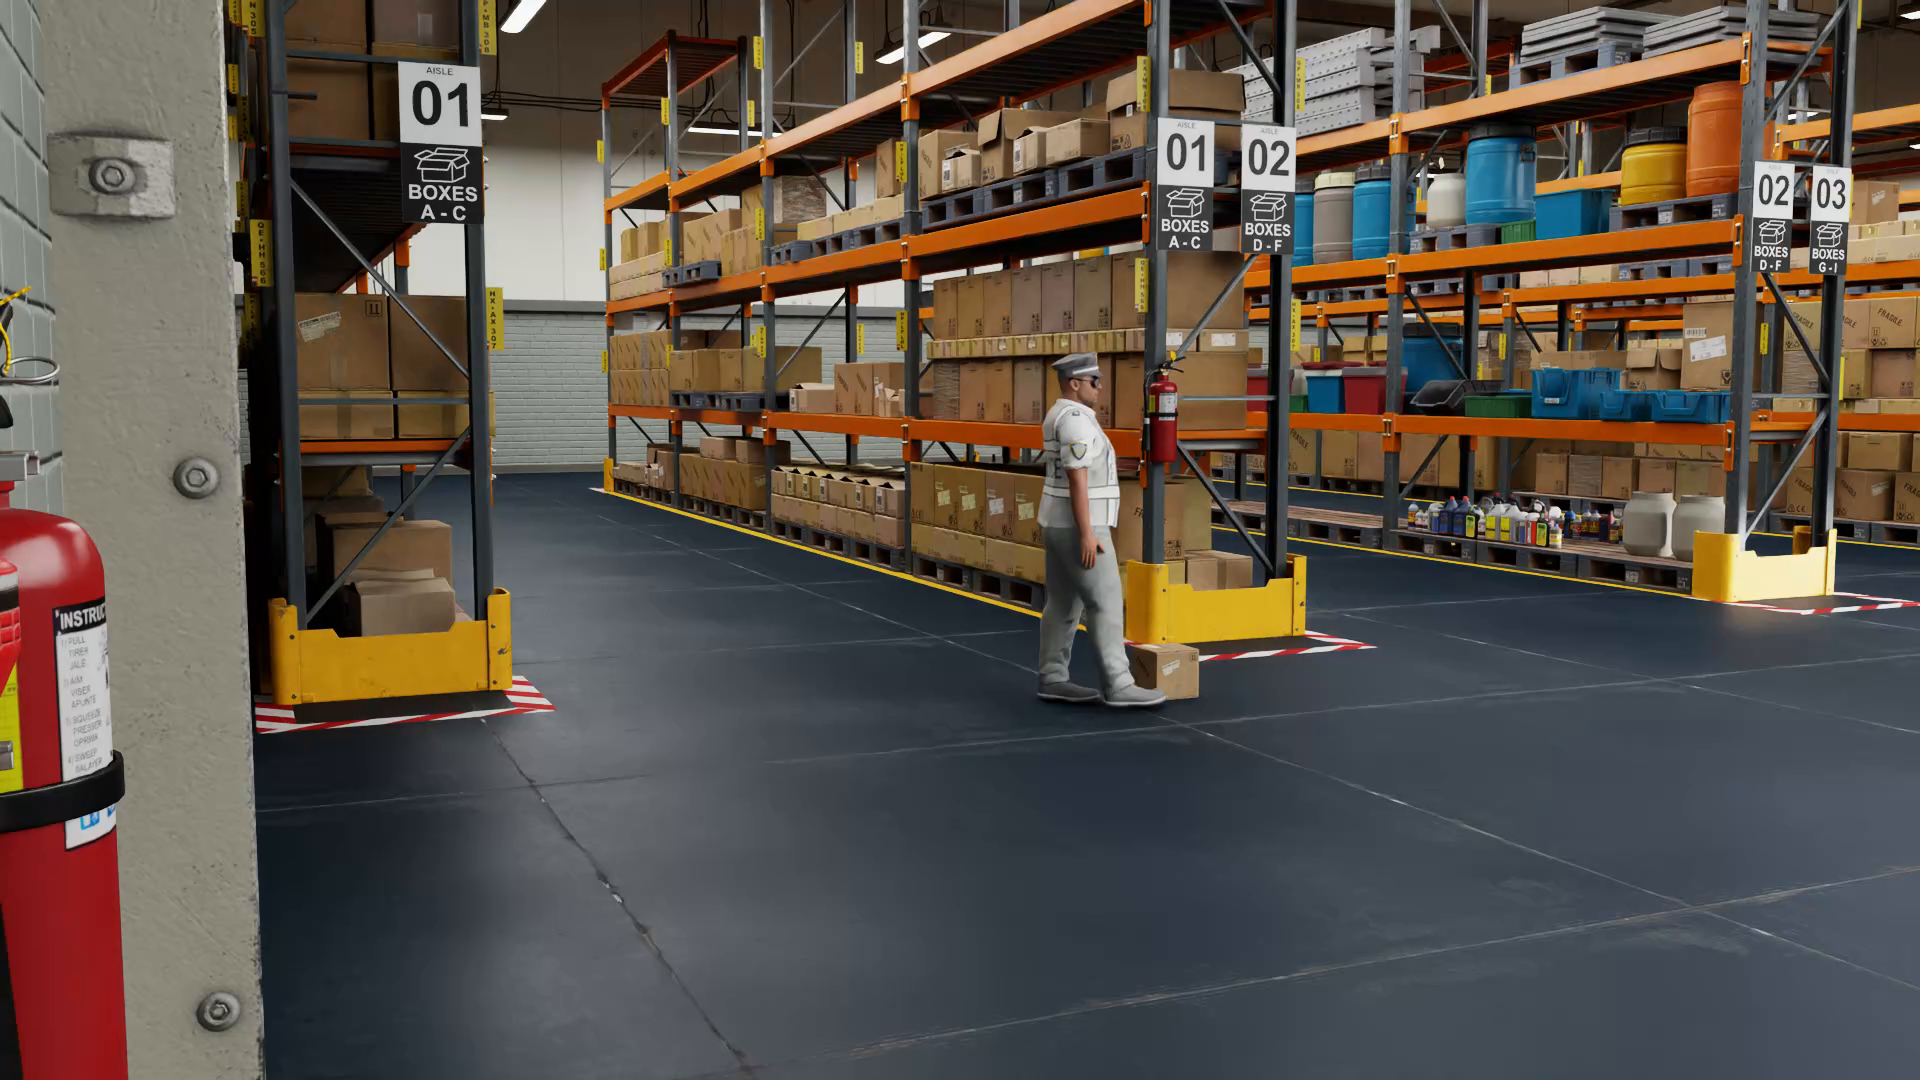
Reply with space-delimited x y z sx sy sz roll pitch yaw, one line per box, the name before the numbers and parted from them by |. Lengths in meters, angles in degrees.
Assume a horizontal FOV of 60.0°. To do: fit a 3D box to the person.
person | 0.700 -0.063 8.288 0.613 1.752 0.541 -1 5 -10
